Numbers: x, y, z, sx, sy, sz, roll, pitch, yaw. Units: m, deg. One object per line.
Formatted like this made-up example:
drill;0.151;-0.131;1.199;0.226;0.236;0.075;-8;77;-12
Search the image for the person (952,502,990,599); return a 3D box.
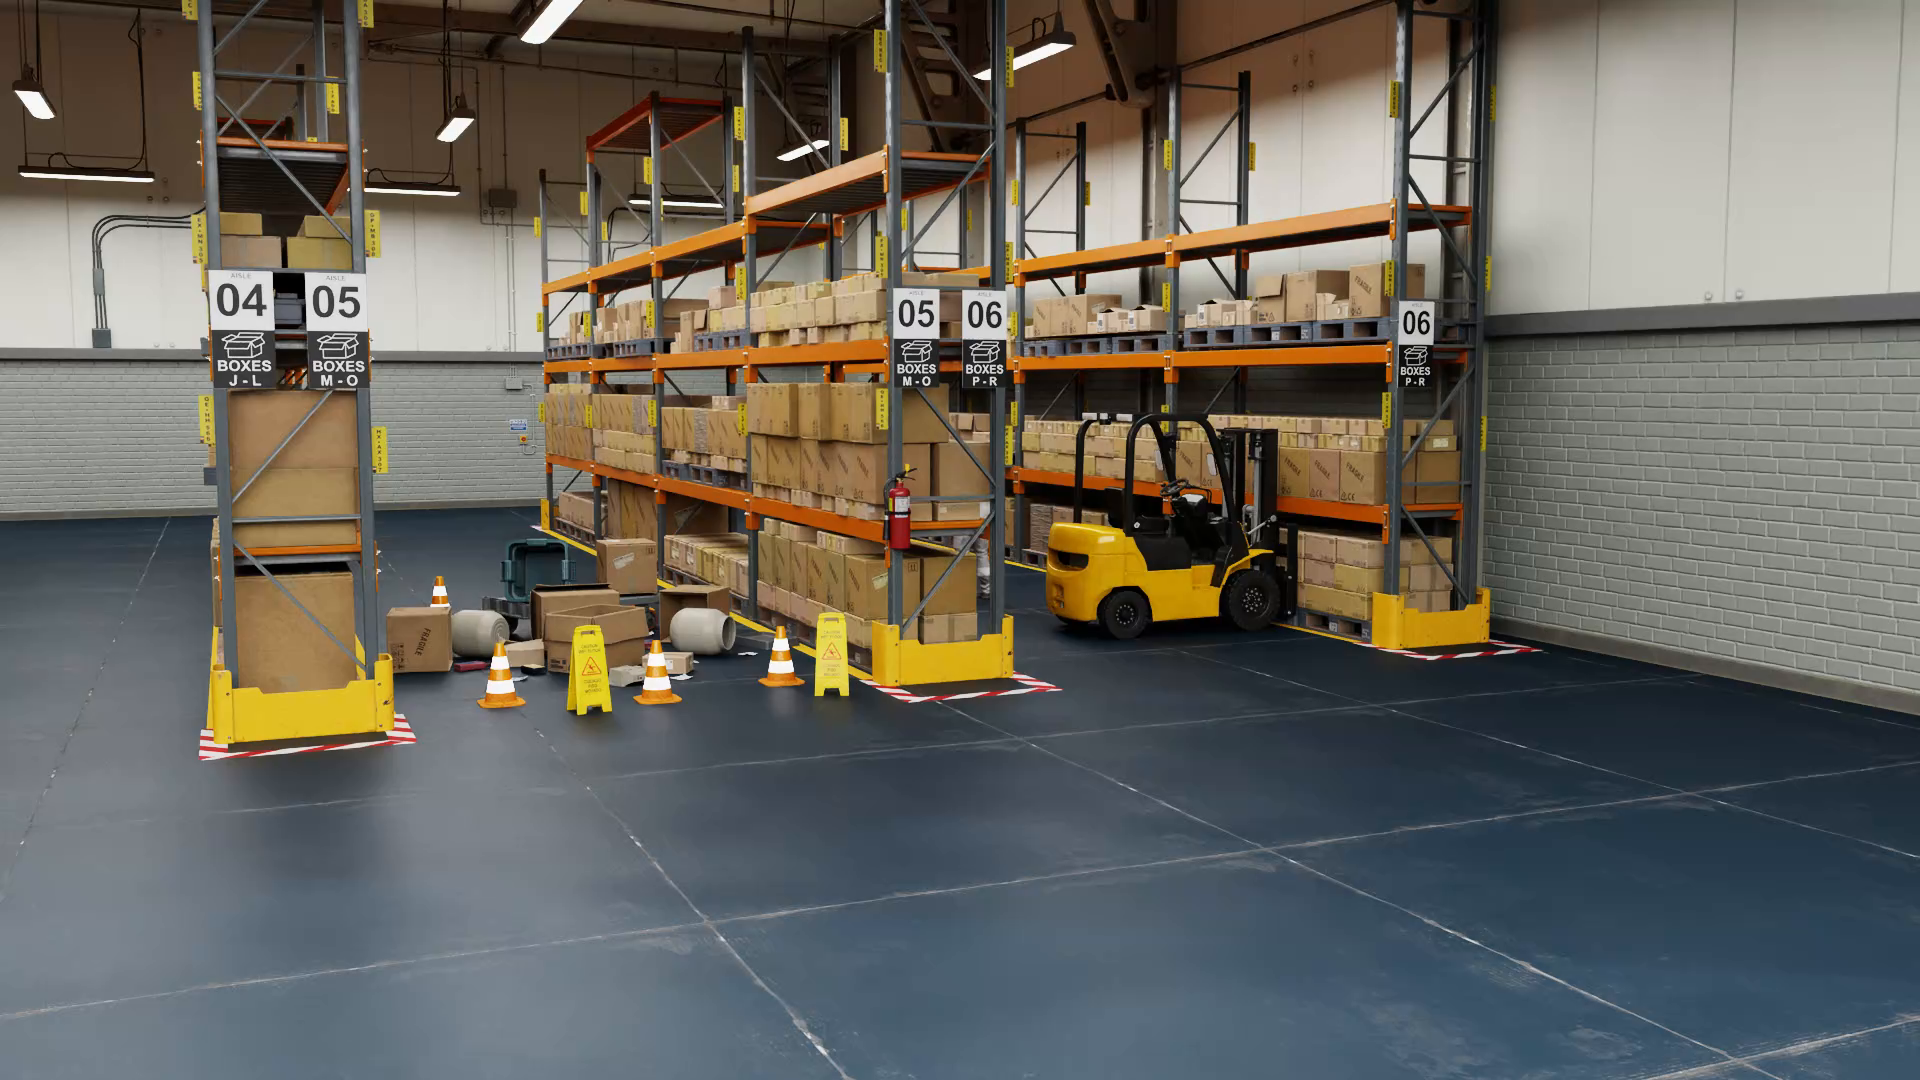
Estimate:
person;0.125;-0.212;18.913;0.599;1.777;0.452;-3;6;-27
